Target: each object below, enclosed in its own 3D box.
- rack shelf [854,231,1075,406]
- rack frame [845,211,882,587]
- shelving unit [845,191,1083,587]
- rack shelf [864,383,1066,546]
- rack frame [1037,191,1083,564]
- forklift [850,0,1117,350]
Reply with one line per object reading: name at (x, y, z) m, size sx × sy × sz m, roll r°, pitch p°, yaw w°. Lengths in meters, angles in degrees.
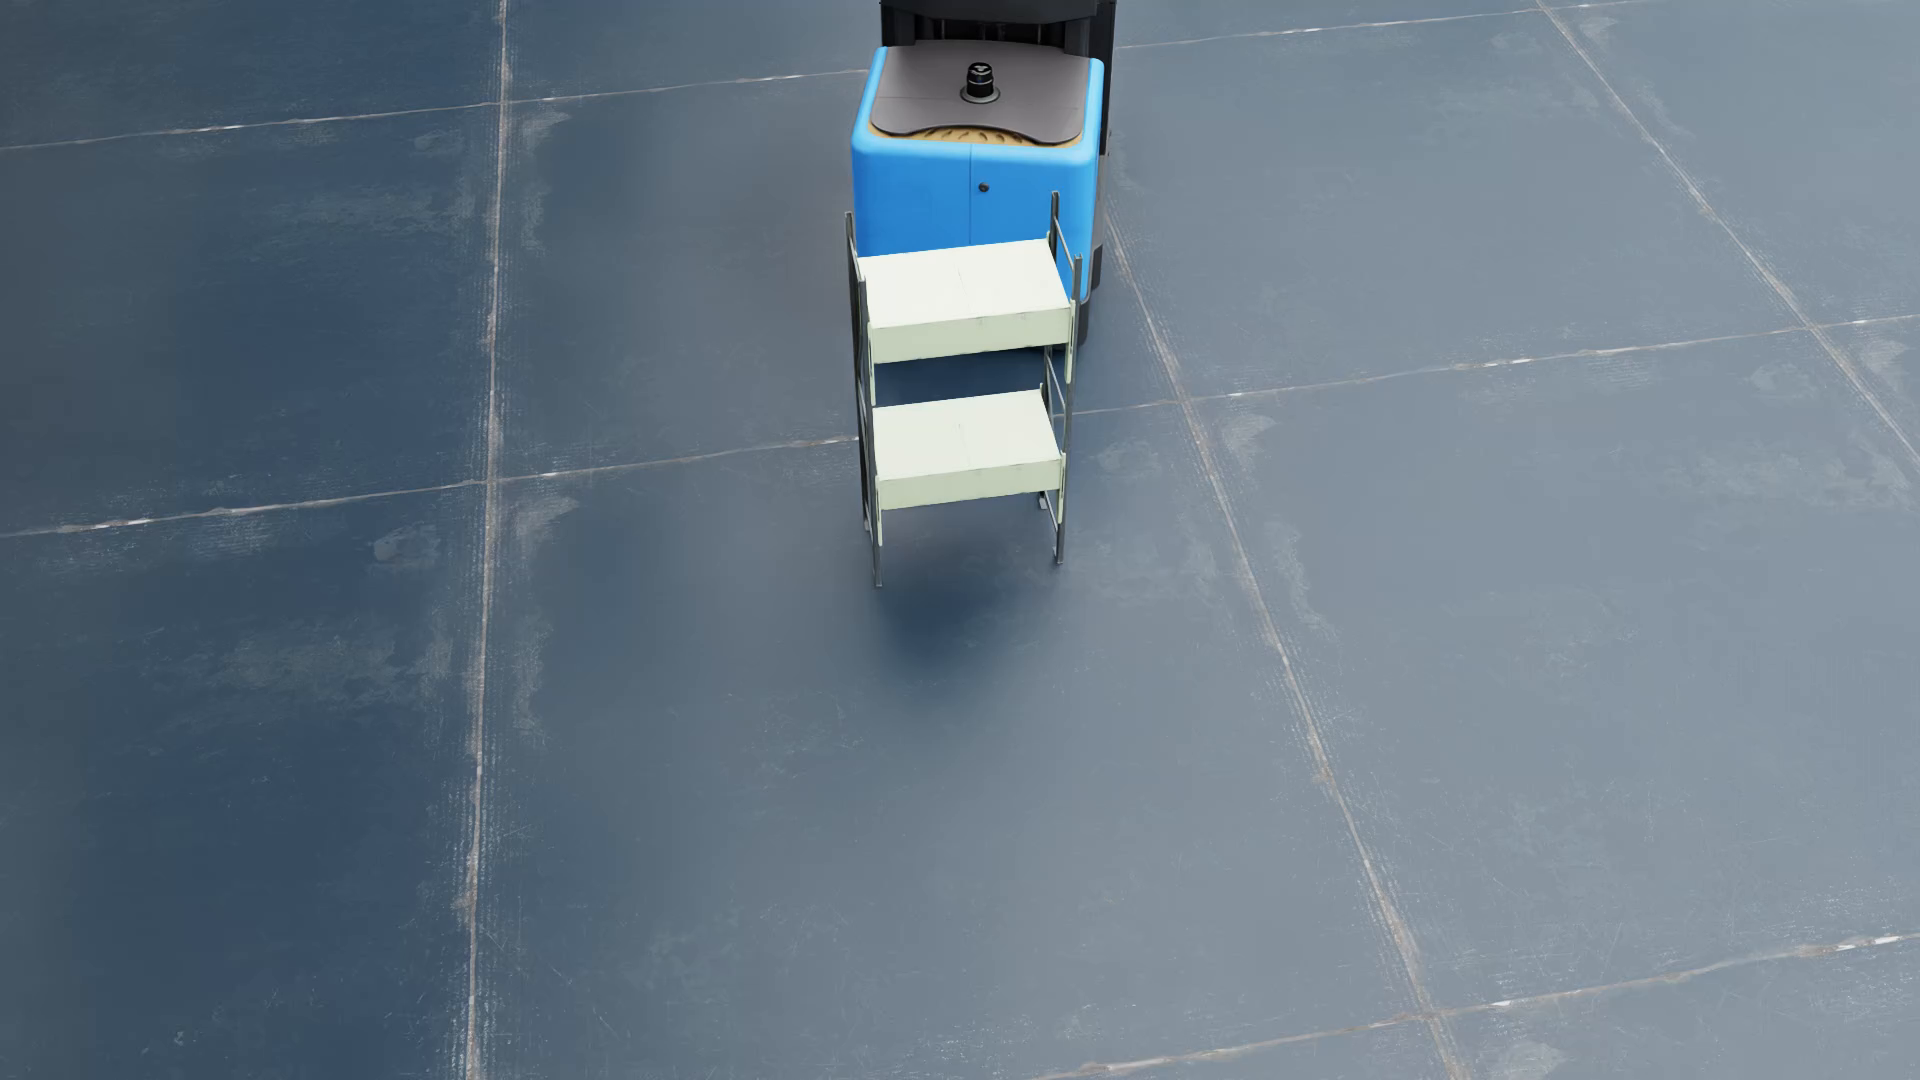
rack shelf at (0.007, -0.792, 5.930) m, size 0.720 × 0.370 × 0.431 m, roll -7°, pitch 46°, yaw -7°
rack frame at (-0.354, -0.476, 6.167) m, size 0.023 × 1.500 × 0.400 m, roll -7°, pitch 46°, yaw -7°
shelving unit at (0.007, -0.521, 6.211) m, size 0.755 × 1.500 × 0.431 m, roll -7°, pitch 46°, yaw -7°
rack shelf at (0.007, -0.295, 6.445) m, size 0.720 × 0.370 × 0.431 m, roll -7°, pitch 46°, yaw -7°
rack frame at (0.367, -0.566, 6.254) m, size 0.023 × 1.500 × 0.400 m, roll -7°, pitch 46°, yaw -7°
forklift at (0.203, -2.936, 7.543) m, size 1.130 × 2.935 × 3.031 m, roll 4°, pitch 46°, yaw 4°
